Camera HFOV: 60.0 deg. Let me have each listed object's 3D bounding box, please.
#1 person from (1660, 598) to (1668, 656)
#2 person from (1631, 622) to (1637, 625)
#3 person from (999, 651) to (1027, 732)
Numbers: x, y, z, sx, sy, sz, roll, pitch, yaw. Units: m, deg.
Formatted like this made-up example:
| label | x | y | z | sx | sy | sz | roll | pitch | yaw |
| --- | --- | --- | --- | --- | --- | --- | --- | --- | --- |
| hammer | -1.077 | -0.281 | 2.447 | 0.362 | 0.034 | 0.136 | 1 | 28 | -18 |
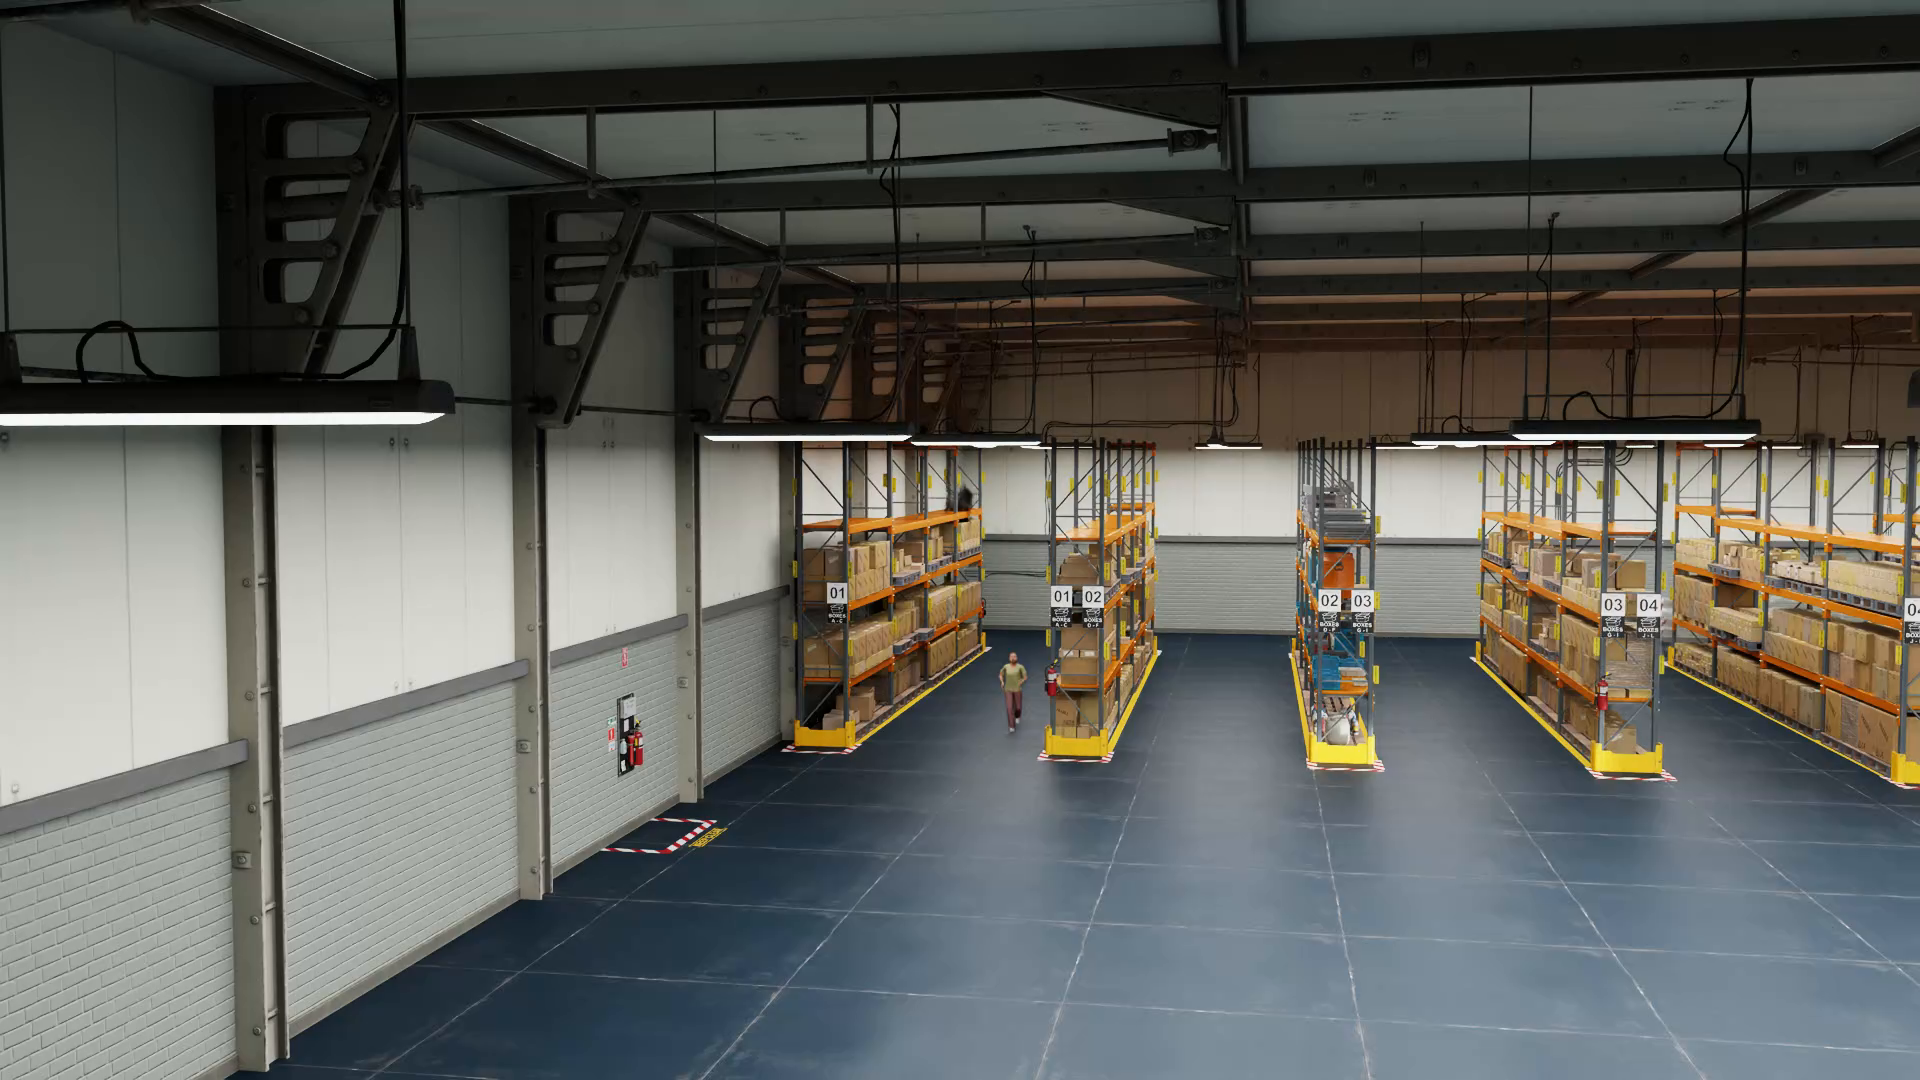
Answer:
| label | x | y | z | sx | sy | sz | roll | pitch | yaw |
| --- | --- | --- | --- | --- | --- | --- | --- | --- | --- |
| person | 19.047 | 2.447 | 45.472 | 0.630 | 1.767 | 0.687 | -1 | 3 | -21 |
| person | 18.458 | 2.481 | 45.650 | 0.608 | 1.655 | 0.859 | -1 | 3 | -26 |
| person | 1.084 | 3.097 | 34.164 | 0.586 | 1.628 | 0.753 | 0 | 3 | 4 |
